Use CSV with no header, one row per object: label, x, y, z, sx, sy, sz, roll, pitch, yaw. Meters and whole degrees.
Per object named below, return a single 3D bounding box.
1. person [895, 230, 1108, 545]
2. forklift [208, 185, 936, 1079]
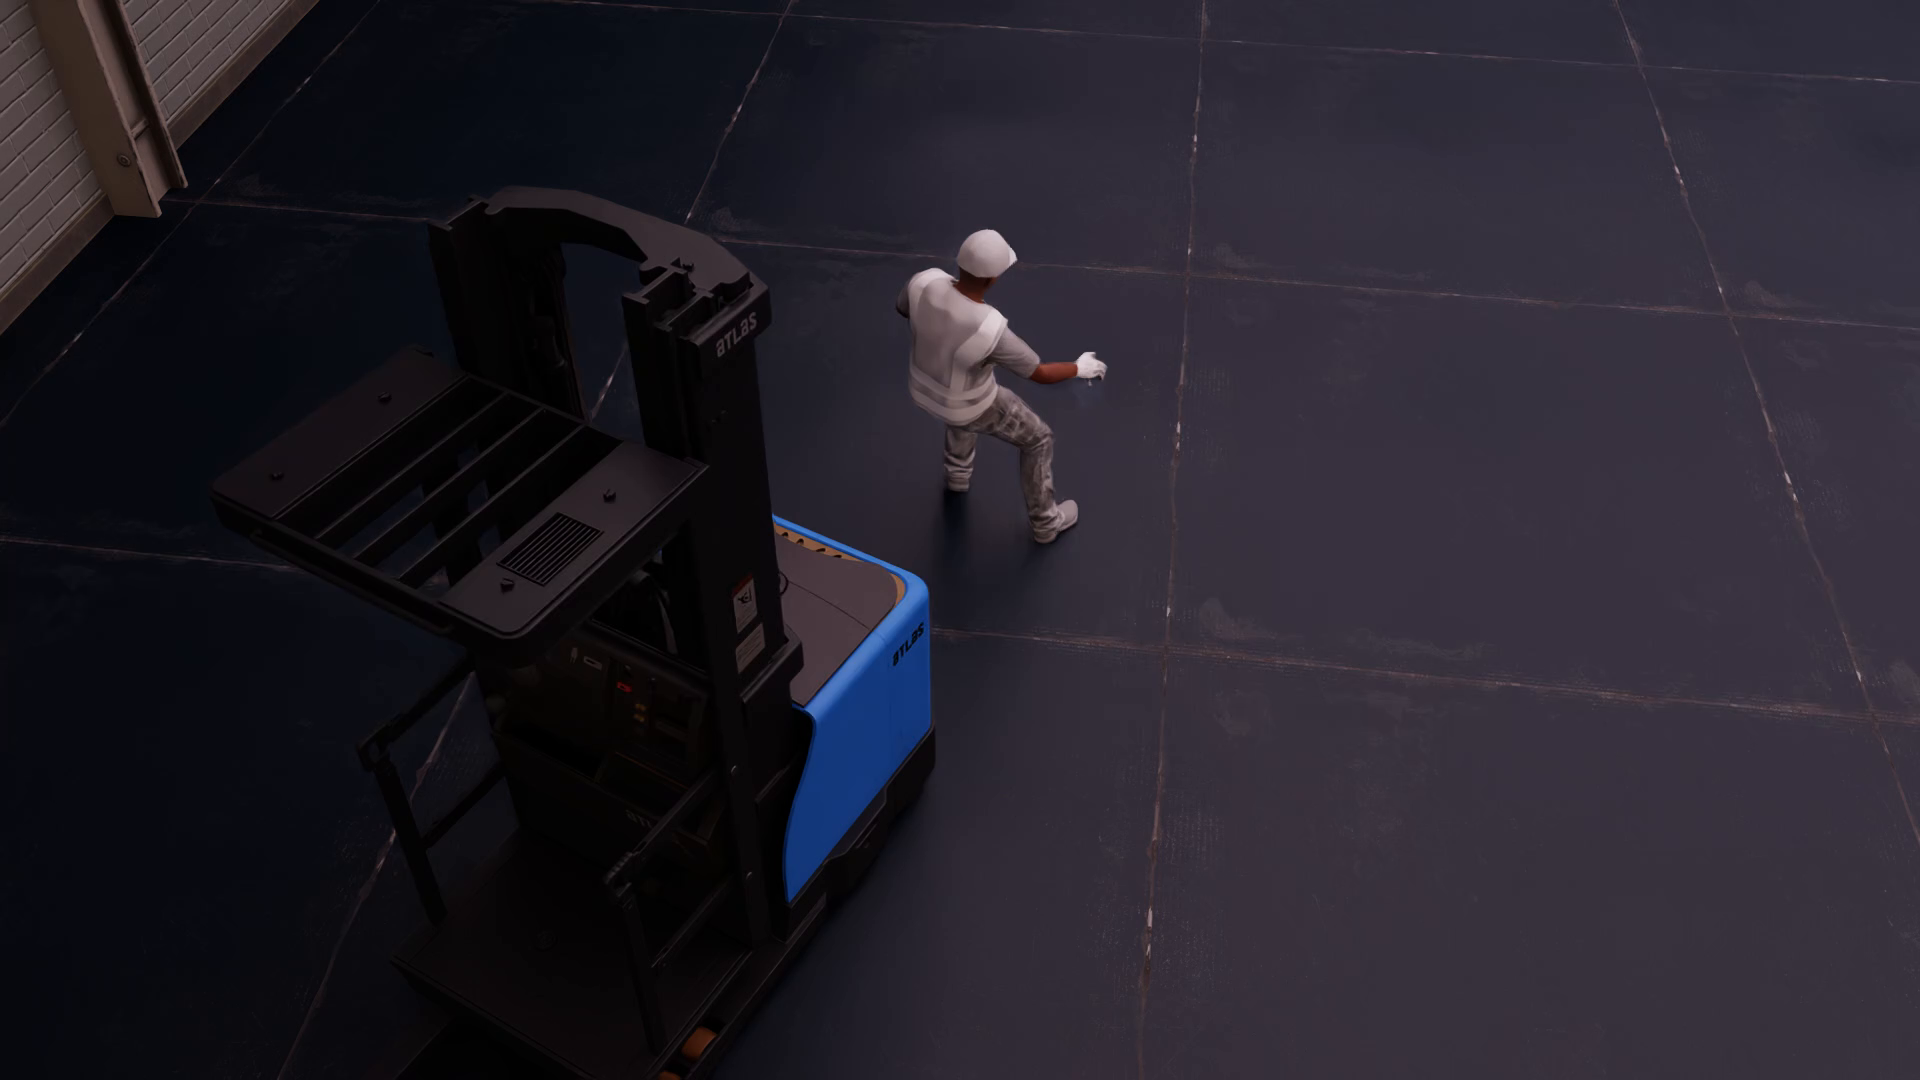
person,0.129,-0.770,7.532,0.872,1.627,0.713,32,51,30
forklift,-1.288,0.547,5.129,1.130,2.935,3.031,22,47,22
